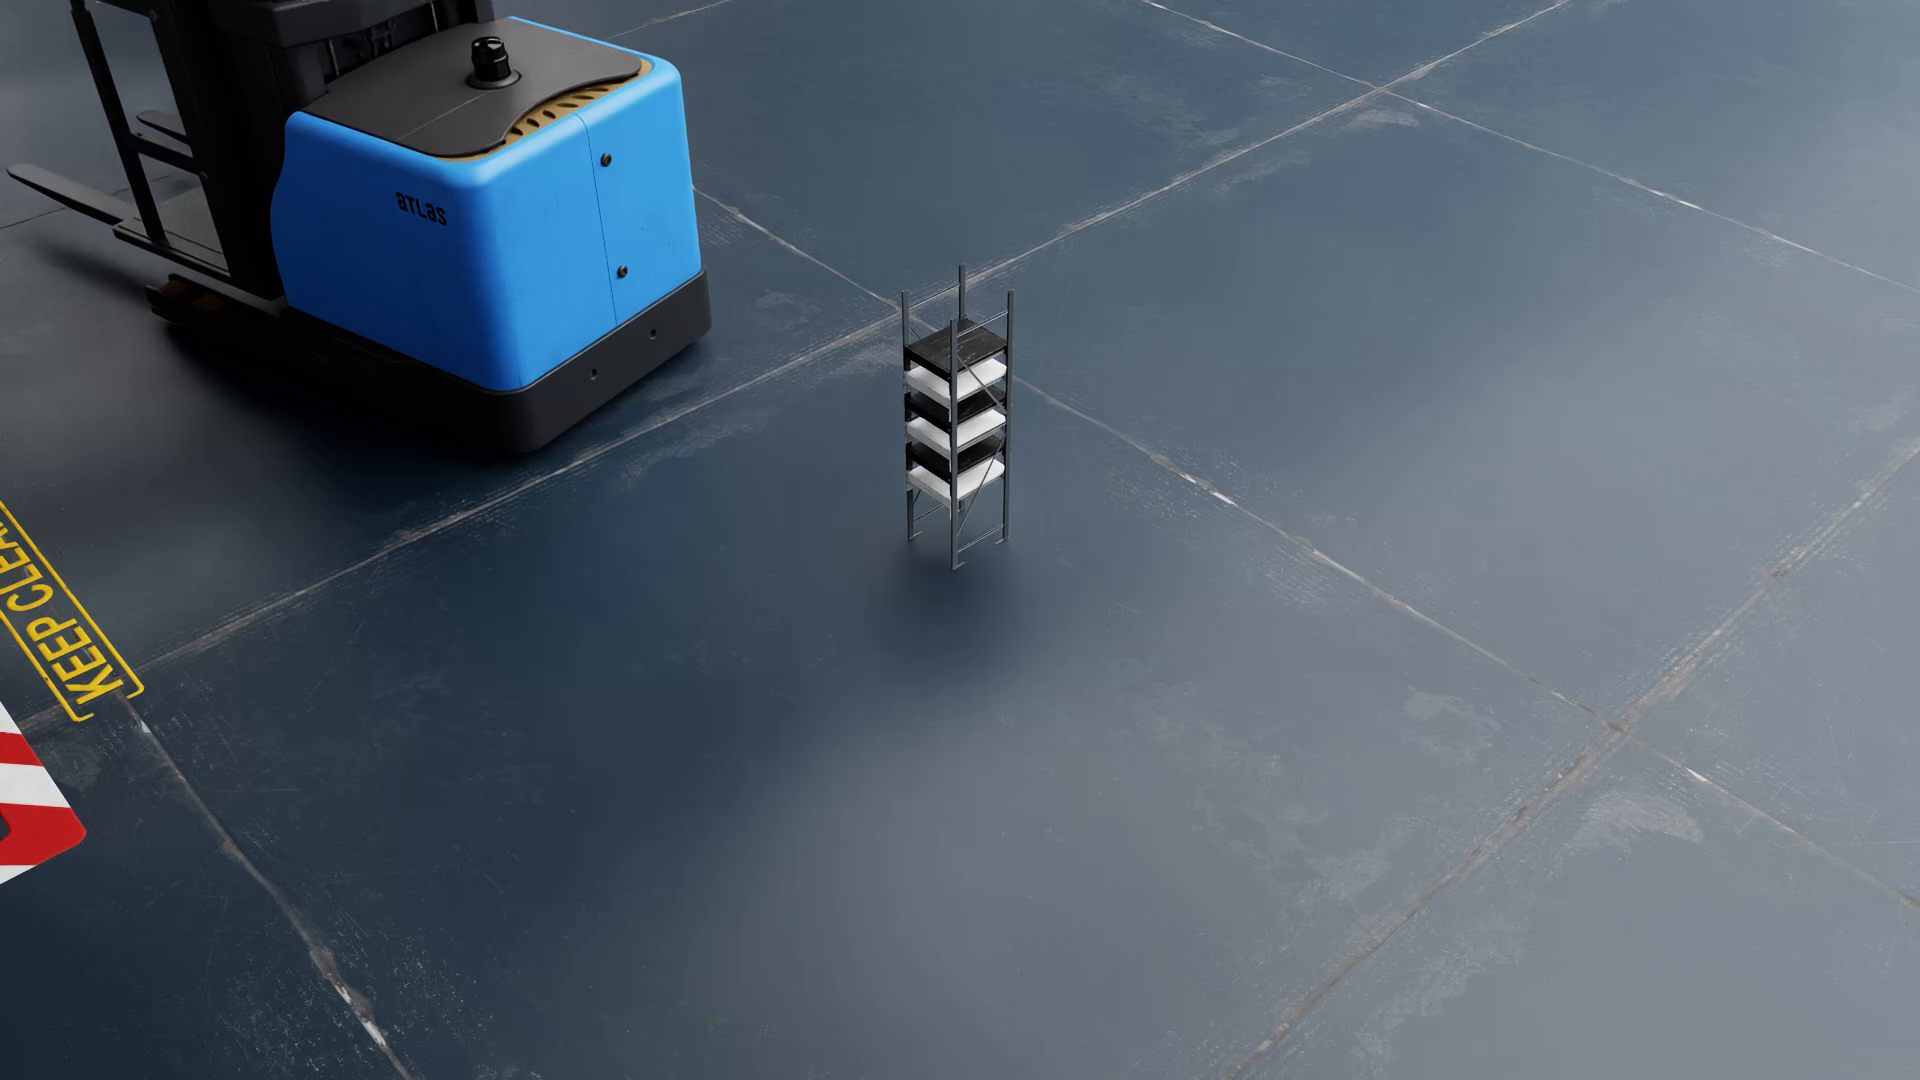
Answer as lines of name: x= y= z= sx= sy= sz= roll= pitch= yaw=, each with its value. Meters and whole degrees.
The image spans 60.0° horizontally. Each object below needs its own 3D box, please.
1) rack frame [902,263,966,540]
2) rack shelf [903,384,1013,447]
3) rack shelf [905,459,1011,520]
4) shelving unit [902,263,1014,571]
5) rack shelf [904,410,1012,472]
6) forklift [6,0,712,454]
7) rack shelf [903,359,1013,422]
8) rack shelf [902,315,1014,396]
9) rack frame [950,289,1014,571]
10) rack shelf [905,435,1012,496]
rack frame: x=-0.074 y=-0.401 z=5.030 sx=0.240 sy=0.900 sz=0.006 roll=-30 pitch=48 yaw=-32
rack shelf: x=-0.005 y=-0.398 z=4.936 sx=0.258 sy=0.077 sz=0.200 roll=-30 pitch=48 yaw=-32
rack shelf: x=-0.005 y=-0.188 z=5.106 sx=0.258 sy=0.077 sz=0.200 roll=-30 pitch=48 yaw=-32
shelving unit: x=-0.005 y=-0.354 z=4.972 sx=0.258 sy=0.900 sz=0.210 roll=-30 pitch=48 yaw=-32
rack shelf: x=-0.005 y=-0.328 z=4.993 sx=0.258 sy=0.077 sz=0.200 roll=-30 pitch=48 yaw=-32
forklift: x=-2.428 y=-2.134 z=5.559 sx=3.031 sy=2.935 sz=1.130 roll=22 pitch=44 yaw=25
rack shelf: x=-0.005 y=-0.468 z=4.880 sx=0.258 sy=0.077 sz=0.200 roll=-30 pitch=48 yaw=-32
rack shelf: x=-0.005 y=-0.538 z=4.823 sx=0.258 sy=0.077 sz=0.200 roll=-30 pitch=48 yaw=-32
rack frame: x=0.063 y=-0.307 z=4.914 sx=0.240 sy=0.900 sz=0.006 roll=-30 pitch=48 yaw=-32
rack shelf: x=-0.005 y=-0.258 z=5.049 sx=0.258 sy=0.077 sz=0.200 roll=-30 pitch=48 yaw=-32
